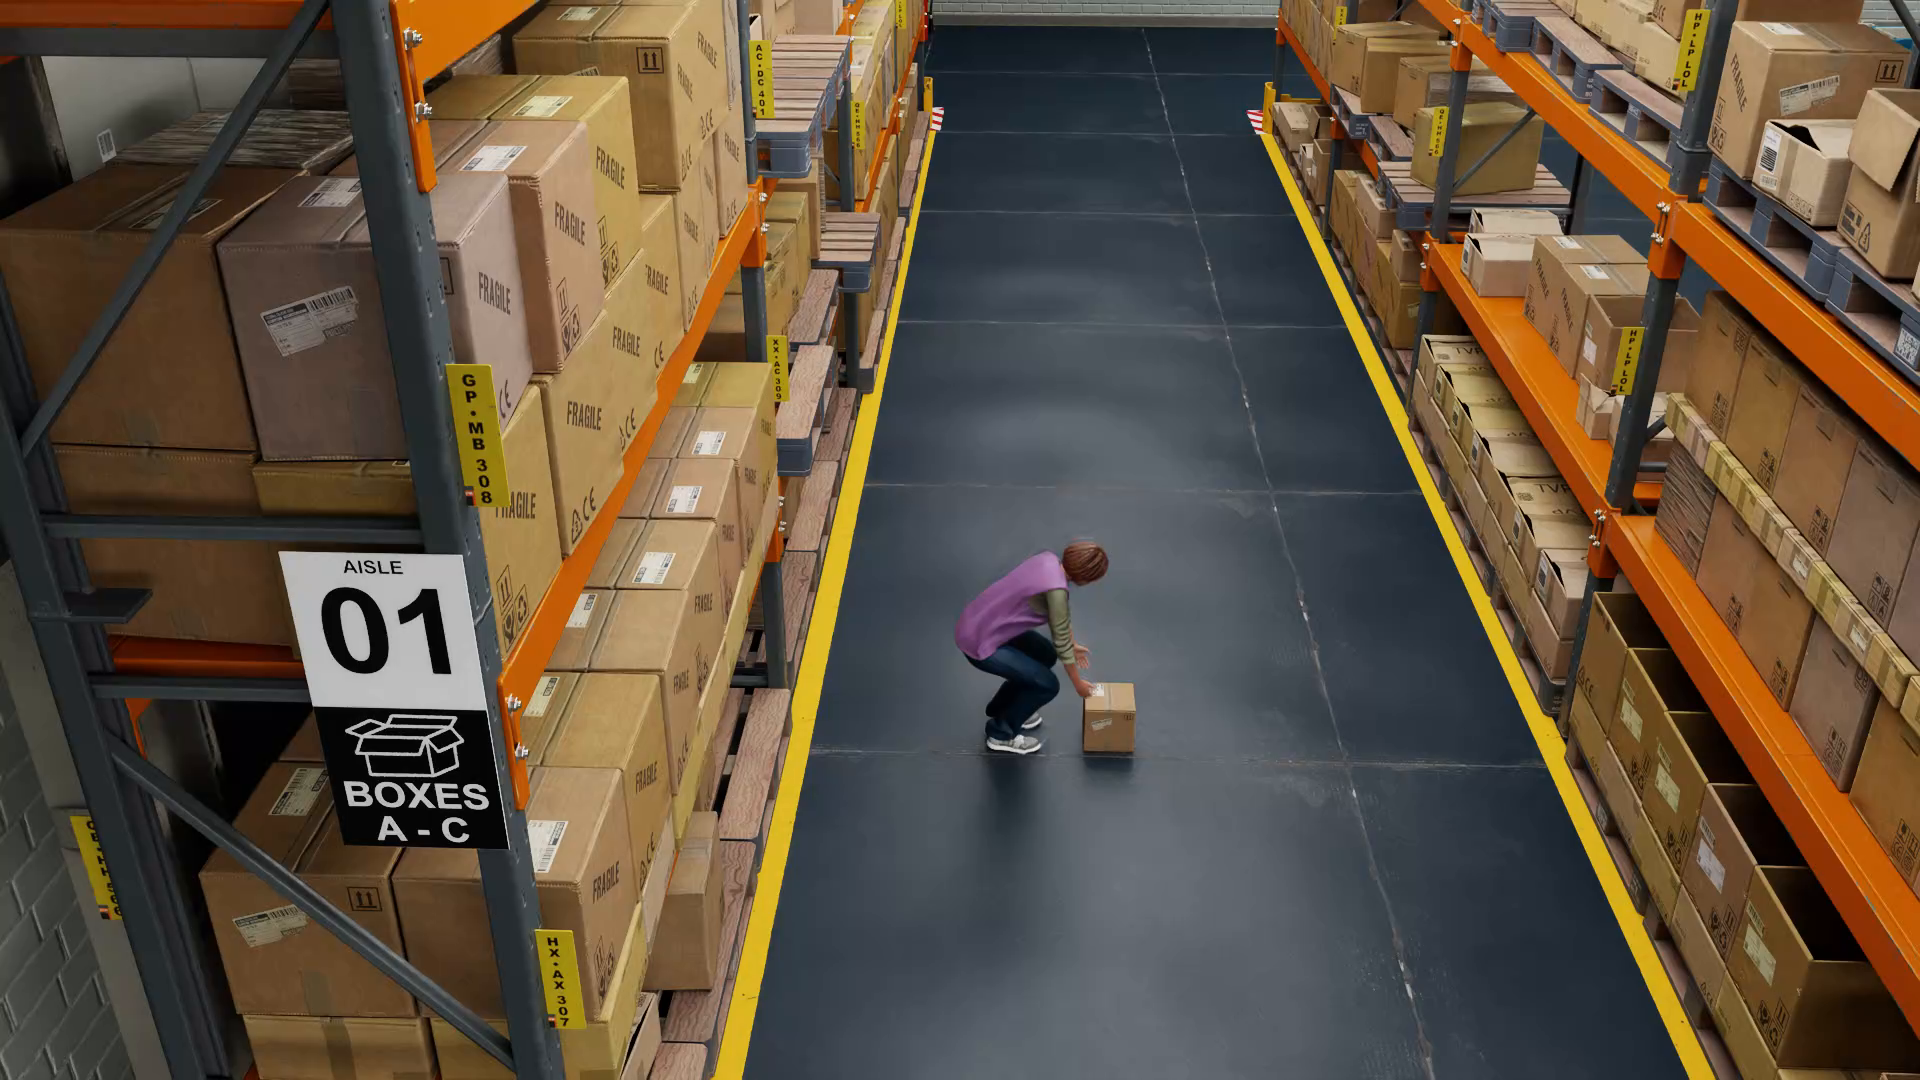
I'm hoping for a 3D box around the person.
[{"bbox_3d":[0.343,0.508,8.233,0.745,1.088,0.462,1,28,2],"label":"person"}]
